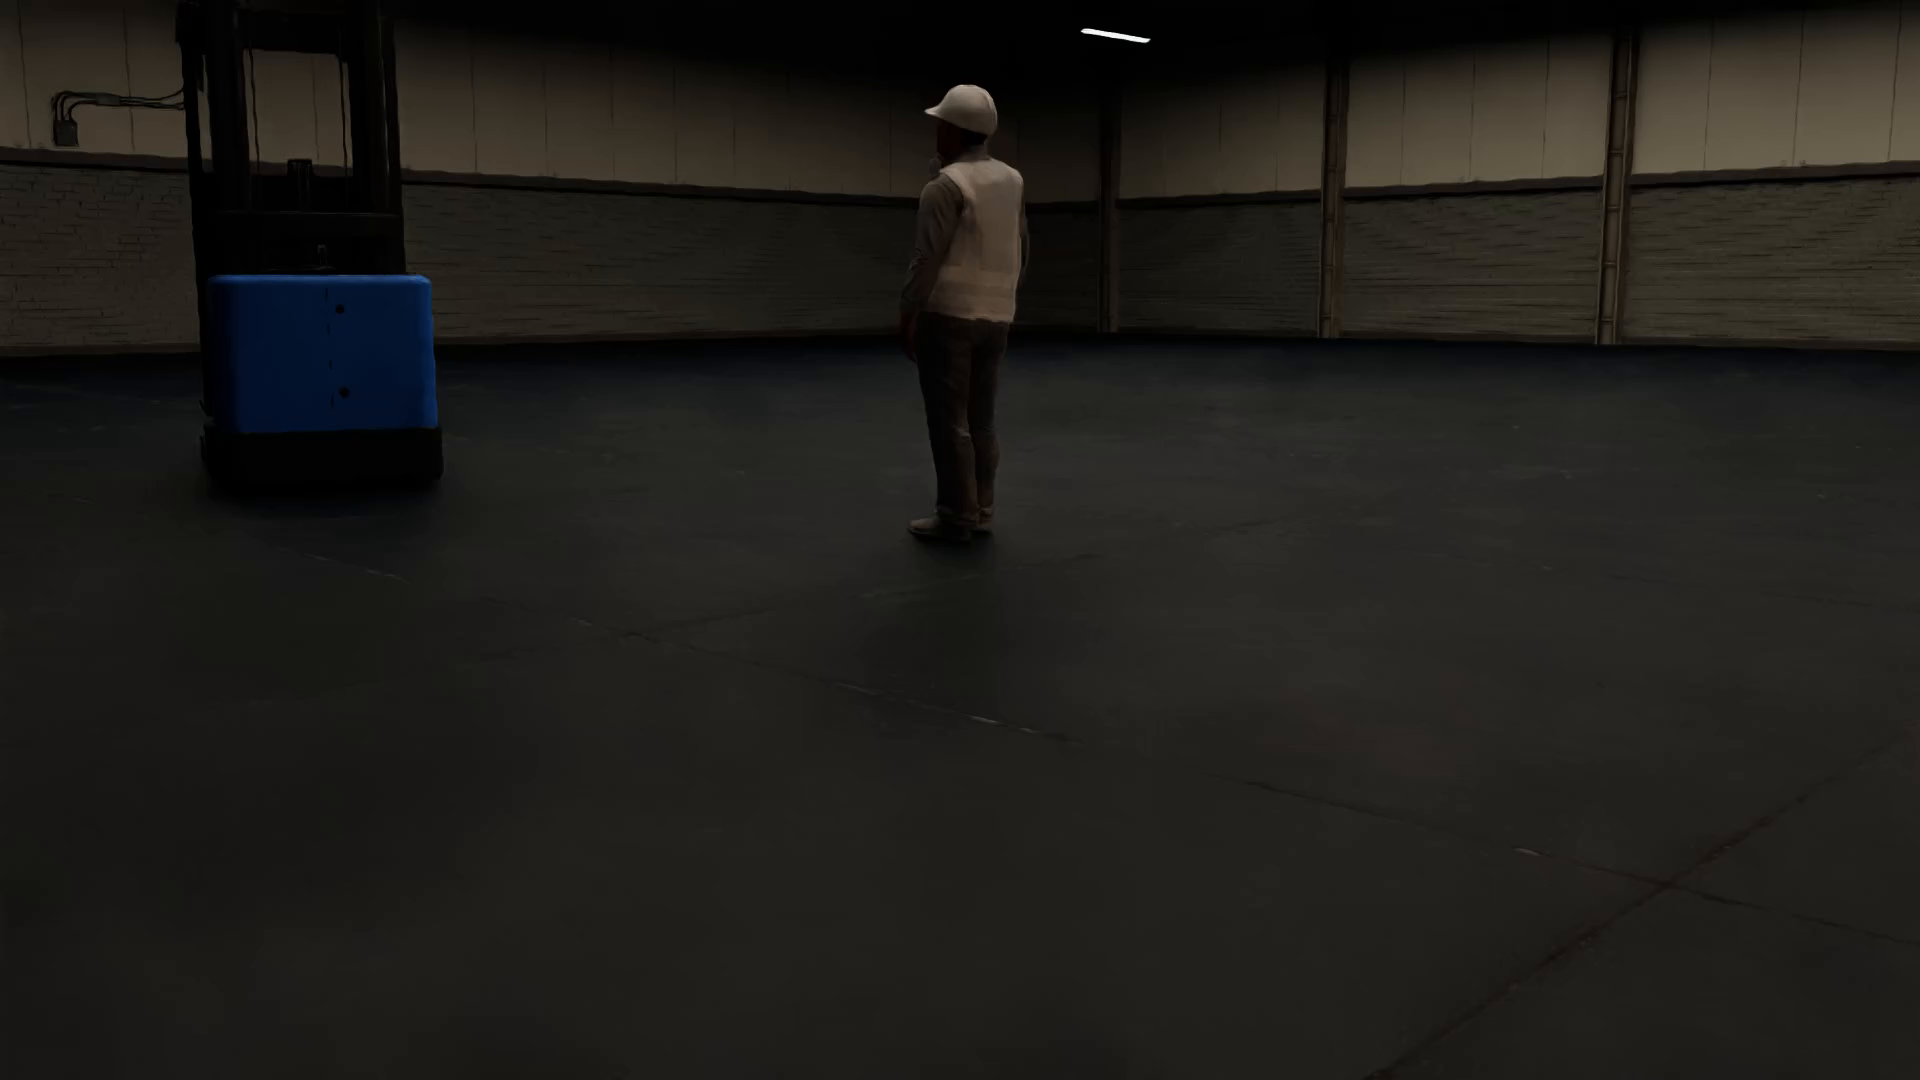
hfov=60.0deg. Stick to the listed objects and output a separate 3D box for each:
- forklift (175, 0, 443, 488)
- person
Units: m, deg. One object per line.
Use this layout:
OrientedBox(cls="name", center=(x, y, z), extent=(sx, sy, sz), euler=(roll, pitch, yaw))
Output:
OrientedBox(cls="forklift", center=(-3.762, -1.887, 9.406), extent=(1.130, 2.935, 3.031), euler=(-4, 10, -26))
OrientedBox(cls="person", center=(-0.039, -0.892, 6.633), extent=(0.567, 1.773, 0.632), euler=(8, 12, 43))
